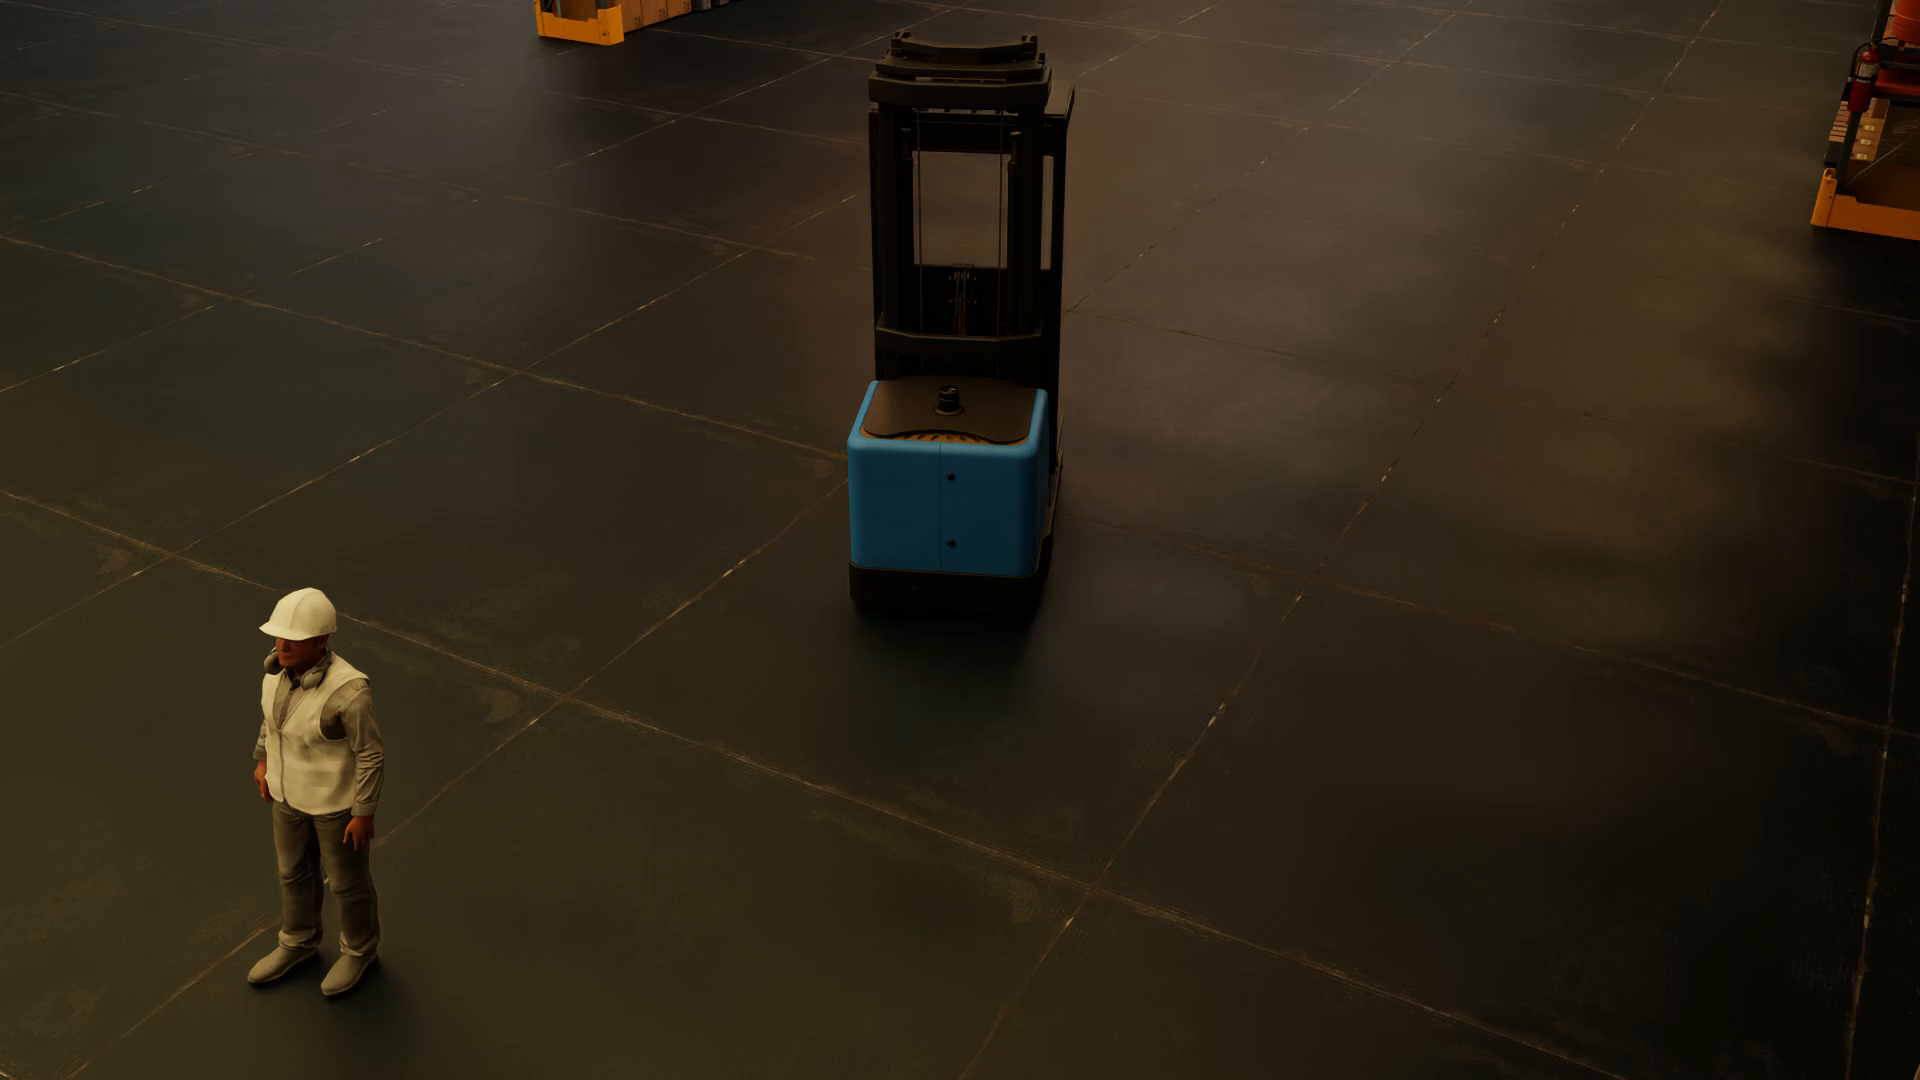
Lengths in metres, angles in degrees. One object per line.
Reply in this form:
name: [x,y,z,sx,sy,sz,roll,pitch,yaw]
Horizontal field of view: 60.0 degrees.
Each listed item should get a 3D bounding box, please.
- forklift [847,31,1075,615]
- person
forklift: [0.072,-1.572,9.794,1.130,2.935,3.031,3,30,6]
person: [-2.540,1.007,6.469,0.630,1.774,0.568,17,34,27]
